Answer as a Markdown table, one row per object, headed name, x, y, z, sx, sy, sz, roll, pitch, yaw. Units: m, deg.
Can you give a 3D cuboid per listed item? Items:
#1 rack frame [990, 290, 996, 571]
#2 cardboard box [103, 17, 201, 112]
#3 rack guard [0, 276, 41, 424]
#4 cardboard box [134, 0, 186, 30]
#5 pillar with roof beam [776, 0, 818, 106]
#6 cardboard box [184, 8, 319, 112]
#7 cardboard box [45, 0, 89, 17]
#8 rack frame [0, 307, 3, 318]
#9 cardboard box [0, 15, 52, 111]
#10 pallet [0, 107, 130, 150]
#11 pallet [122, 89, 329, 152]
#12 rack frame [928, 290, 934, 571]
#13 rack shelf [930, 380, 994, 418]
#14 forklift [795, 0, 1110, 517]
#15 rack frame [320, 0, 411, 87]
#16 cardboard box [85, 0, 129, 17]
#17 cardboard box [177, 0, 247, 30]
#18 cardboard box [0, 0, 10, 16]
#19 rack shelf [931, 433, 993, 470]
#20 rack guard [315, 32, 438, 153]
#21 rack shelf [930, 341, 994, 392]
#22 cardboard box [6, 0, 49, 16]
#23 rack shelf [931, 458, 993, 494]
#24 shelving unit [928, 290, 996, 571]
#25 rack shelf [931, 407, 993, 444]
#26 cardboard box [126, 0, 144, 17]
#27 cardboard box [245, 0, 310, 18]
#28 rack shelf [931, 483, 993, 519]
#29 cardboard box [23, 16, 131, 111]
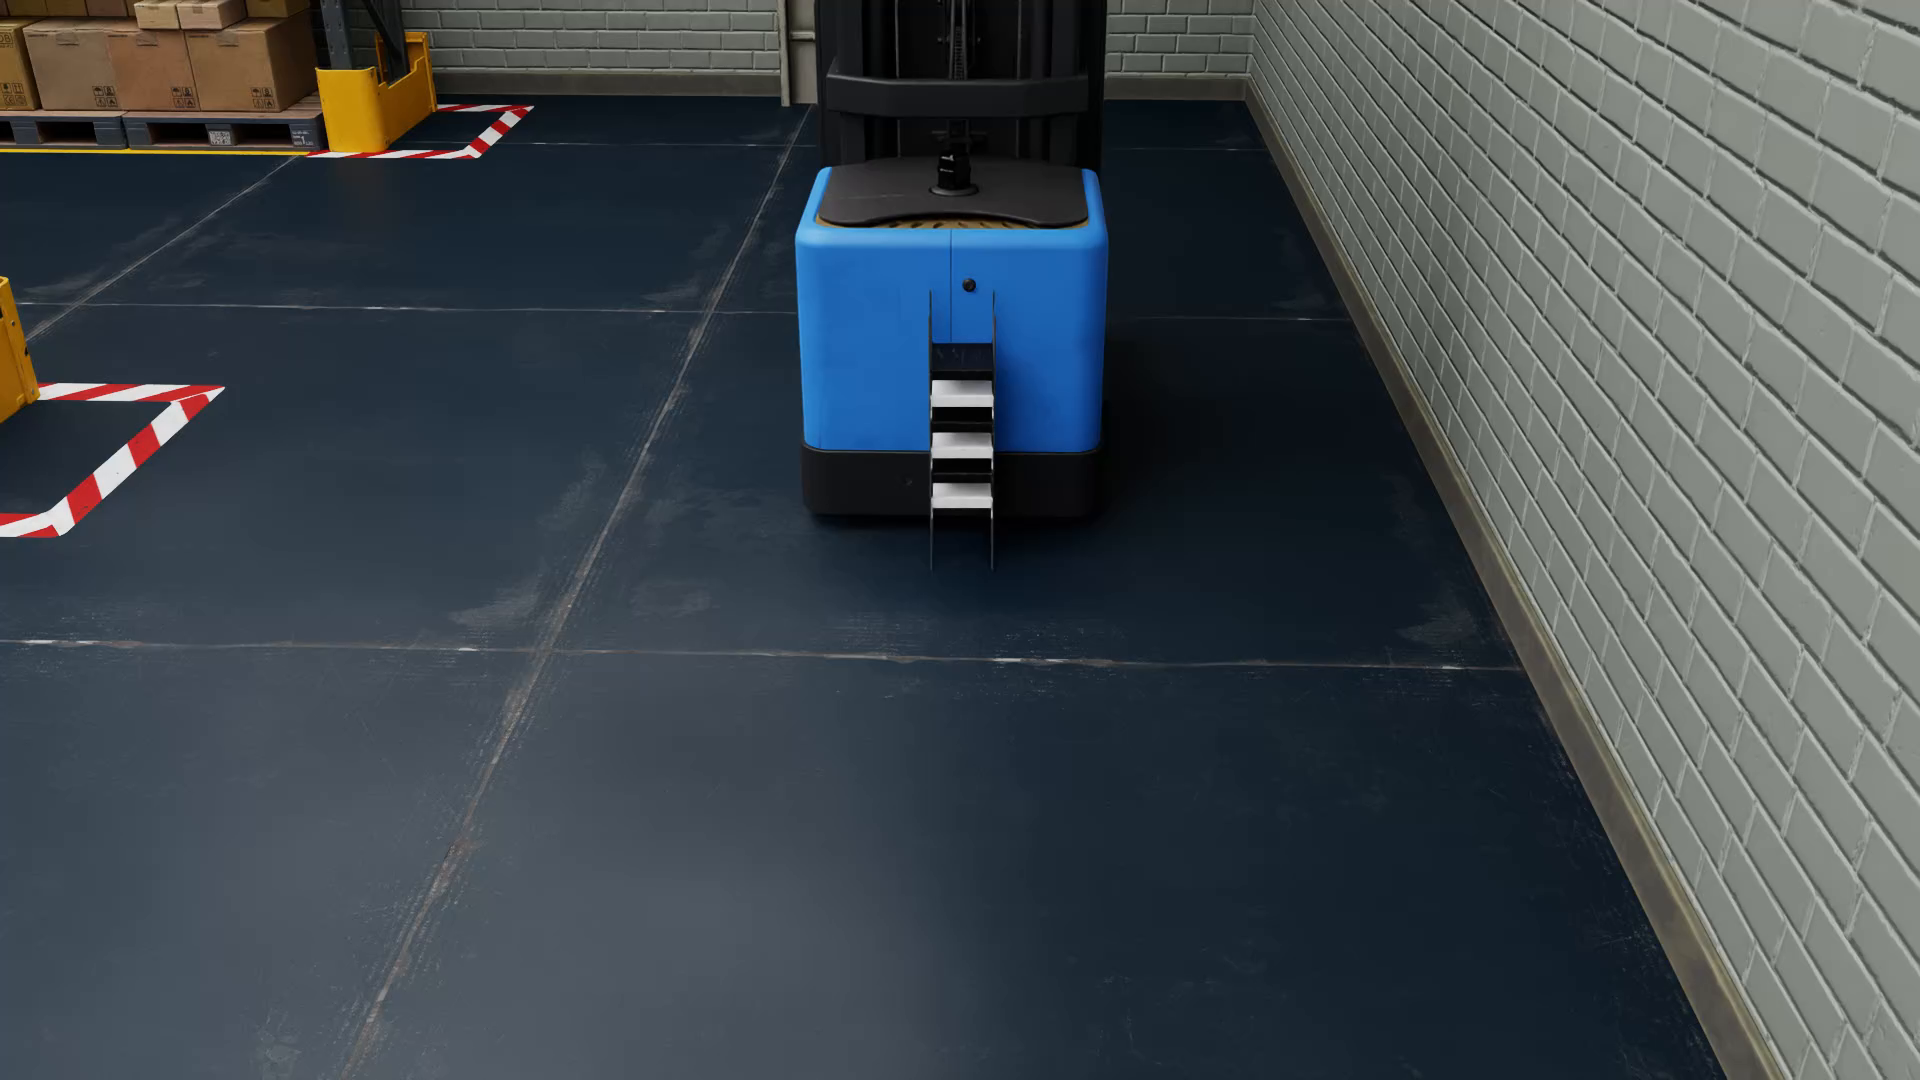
| name | x | y | z | sx | sy | sz | roll | pitch | yaw |
| --- | --- | --- | --- | --- | --- | --- | --- | --- | --- |
| rack frame | 0.108 | -0.349 | 5.448 | 0.006 | 0.900 | 0.240 | 0 | 28 | 0 |
| cardboard box | -4.944 | -3.042 | 10.506 | 0.500 | 0.500 | 0.700 | 1 | 28 | 2 |
| rack guard | -3.988 | -0.566 | 6.283 | 0.348 | 0.500 | 1.175 | 1 | 28 | 2 |
| cardboard box | -4.834 | -3.241 | 10.189 | 0.250 | 0.149 | 0.380 | 2 | 28 | 3 |
| pillar with roof beam | -1.164 | -4.983 | 5.543 | 0.400 | 9.000 | 9.100 | 1 | 28 | 2 |
| cardboard box | -4.444 | -3.033 | 10.490 | 0.500 | 0.500 | 0.700 | 1 | 28 | 2 |
| cardboard box | -5.579 | -3.432 | 10.549 | 0.250 | 0.149 | 0.380 | 1 | 28 | 2 |
| rack frame | -3.912 | -1.669 | 5.695 | 0.127 | 3.000 | 1.000 | 1 | 28 | 2 |
| cardboard box | -5.979 | -3.055 | 10.531 | 0.500 | 0.500 | 0.700 | 2 | 28 | 3 |
| pallet | -5.758 | -2.754 | 10.719 | 1.213 | 0.211 | 1.003 | 1 | 28 | 2 |
| pallet | -4.542 | -2.732 | 10.679 | 1.213 | 0.211 | 1.003 | 1 | 28 | 2 |
| rack frame | -0.095 | -0.349 | 5.448 | 0.006 | 0.900 | 0.240 | 0 | 28 | 0 |
| rack shelf | 0.007 | -0.479 | 5.379 | 0.200 | 0.077 | 0.258 | 0 | 28 | 0 |
| forklift | 0.008 | -2.024 | 6.438 | 1.130 | 2.935 | 3.031 | 1 | 28 | 1 |
| rack frame | -3.741 | -3.988 | 10.070 | 0.127 | 3.000 | 1.000 | 1 | 28 | 2 |
| cardboard box | -5.322 | -3.428 | 10.542 | 0.250 | 0.149 | 0.380 | 1 | 28 | 3 |
| cardboard box | -4.578 | -3.237 | 10.181 | 0.250 | 0.149 | 0.380 | 1 | 28 | 1 |
| cardboard box | -6.090 | -3.440 | 10.564 | 0.250 | 0.149 | 0.380 | 1 | 28 | 2 |
| rack shelf | 0.007 | -0.320 | 5.463 | 0.200 | 0.077 | 0.258 | 0 | 28 | 0 |
| rack guard | -3.717 | -2.883 | 10.654 | 0.348 | 0.500 | 1.175 | 1 | 28 | 2 |
| rack shelf | 0.007 | -0.558 | 5.337 | 0.200 | 0.077 | 0.258 | 0 | 28 | 0 |
| cardboard box | -5.832 | -3.436 | 10.557 | 0.250 | 0.149 | 0.380 | 0 | 28 | 1 |
| rack shelf | 0.007 | -0.240 | 5.506 | 0.200 | 0.077 | 0.258 | 0 | 28 | 0 |
| shelving unit | 0.007 | -0.349 | 5.448 | 0.210 | 0.900 | 0.258 | 0 | 28 | 0 |
| rack shelf | 0.007 | -0.399 | 5.421 | 0.200 | 0.077 | 0.258 | 0 | 28 | 0 |
| cardboard box | -5.068 | -3.424 | 10.534 | 0.250 | 0.149 | 0.380 | 1 | 28 | 2 |
| cardboard box | -4.312 | -3.412 | 10.511 | 0.250 | 0.149 | 0.380 | 1 | 28 | 2 |
| rack shelf | 0.007 | -0.161 | 5.548 | 0.200 | 0.077 | 0.258 | 0 | 28 | 0 |
| cardboard box | -5.446 | -3.050 | 10.521 | 0.500 | 0.500 | 0.700 | 0 | 28 | 0 |
